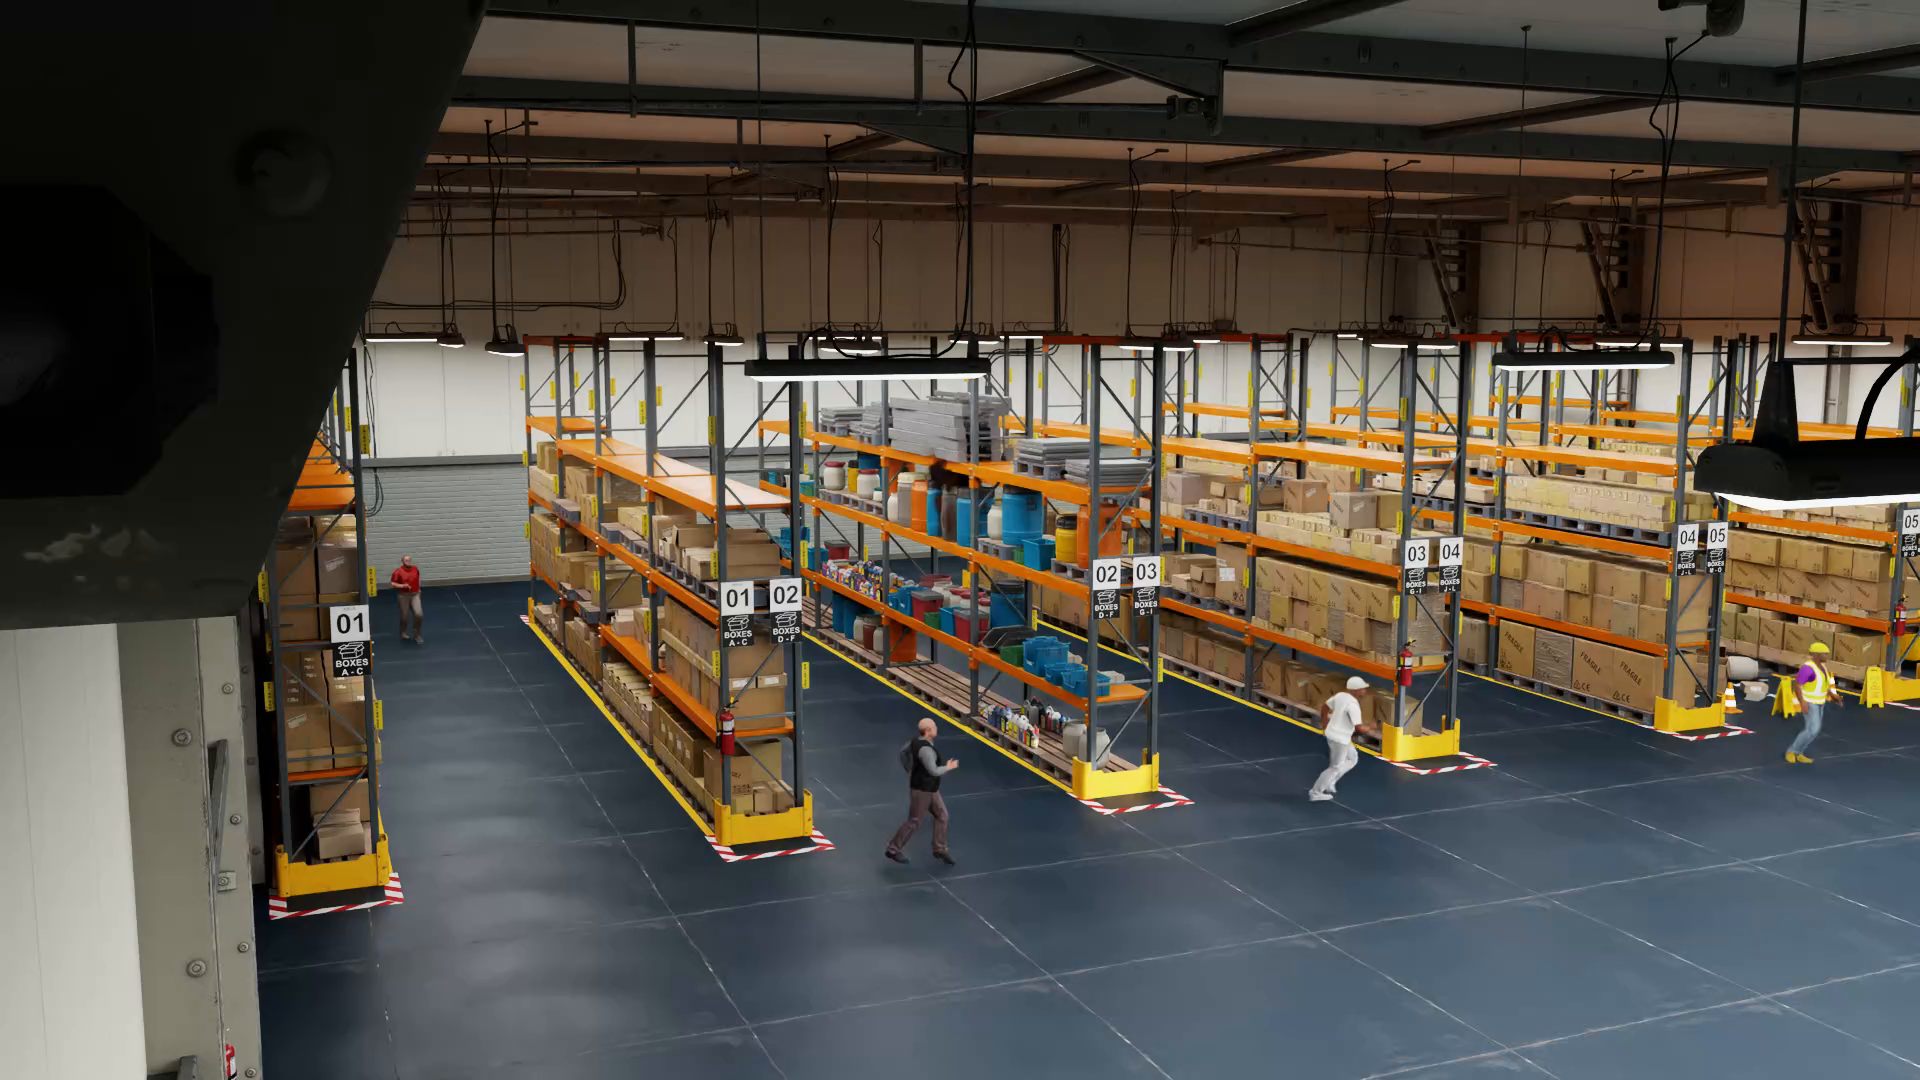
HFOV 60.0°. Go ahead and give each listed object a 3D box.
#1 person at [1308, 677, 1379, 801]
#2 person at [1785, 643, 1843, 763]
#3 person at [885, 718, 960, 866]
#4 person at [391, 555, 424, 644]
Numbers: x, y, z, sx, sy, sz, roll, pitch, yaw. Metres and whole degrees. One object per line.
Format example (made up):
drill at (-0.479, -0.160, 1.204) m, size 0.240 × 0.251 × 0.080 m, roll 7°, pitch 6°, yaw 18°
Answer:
person at (5.044, 2.605, 21.863) m, size 0.894 × 1.657 × 0.712 m, roll 0°, pitch 8°, yaw 0°
person at (12.163, 2.341, 23.676) m, size 0.585 × 1.752 × 0.787 m, roll 7°, pitch 11°, yaw 44°
person at (-0.433, 2.928, 19.201) m, size 0.868 × 1.776 × 0.601 m, roll 0°, pitch 8°, yaw -1°
person at (-10.793, 1.174, 32.515) m, size 0.645 × 1.784 × 0.775 m, roll -5°, pitch 9°, yaw -35°
